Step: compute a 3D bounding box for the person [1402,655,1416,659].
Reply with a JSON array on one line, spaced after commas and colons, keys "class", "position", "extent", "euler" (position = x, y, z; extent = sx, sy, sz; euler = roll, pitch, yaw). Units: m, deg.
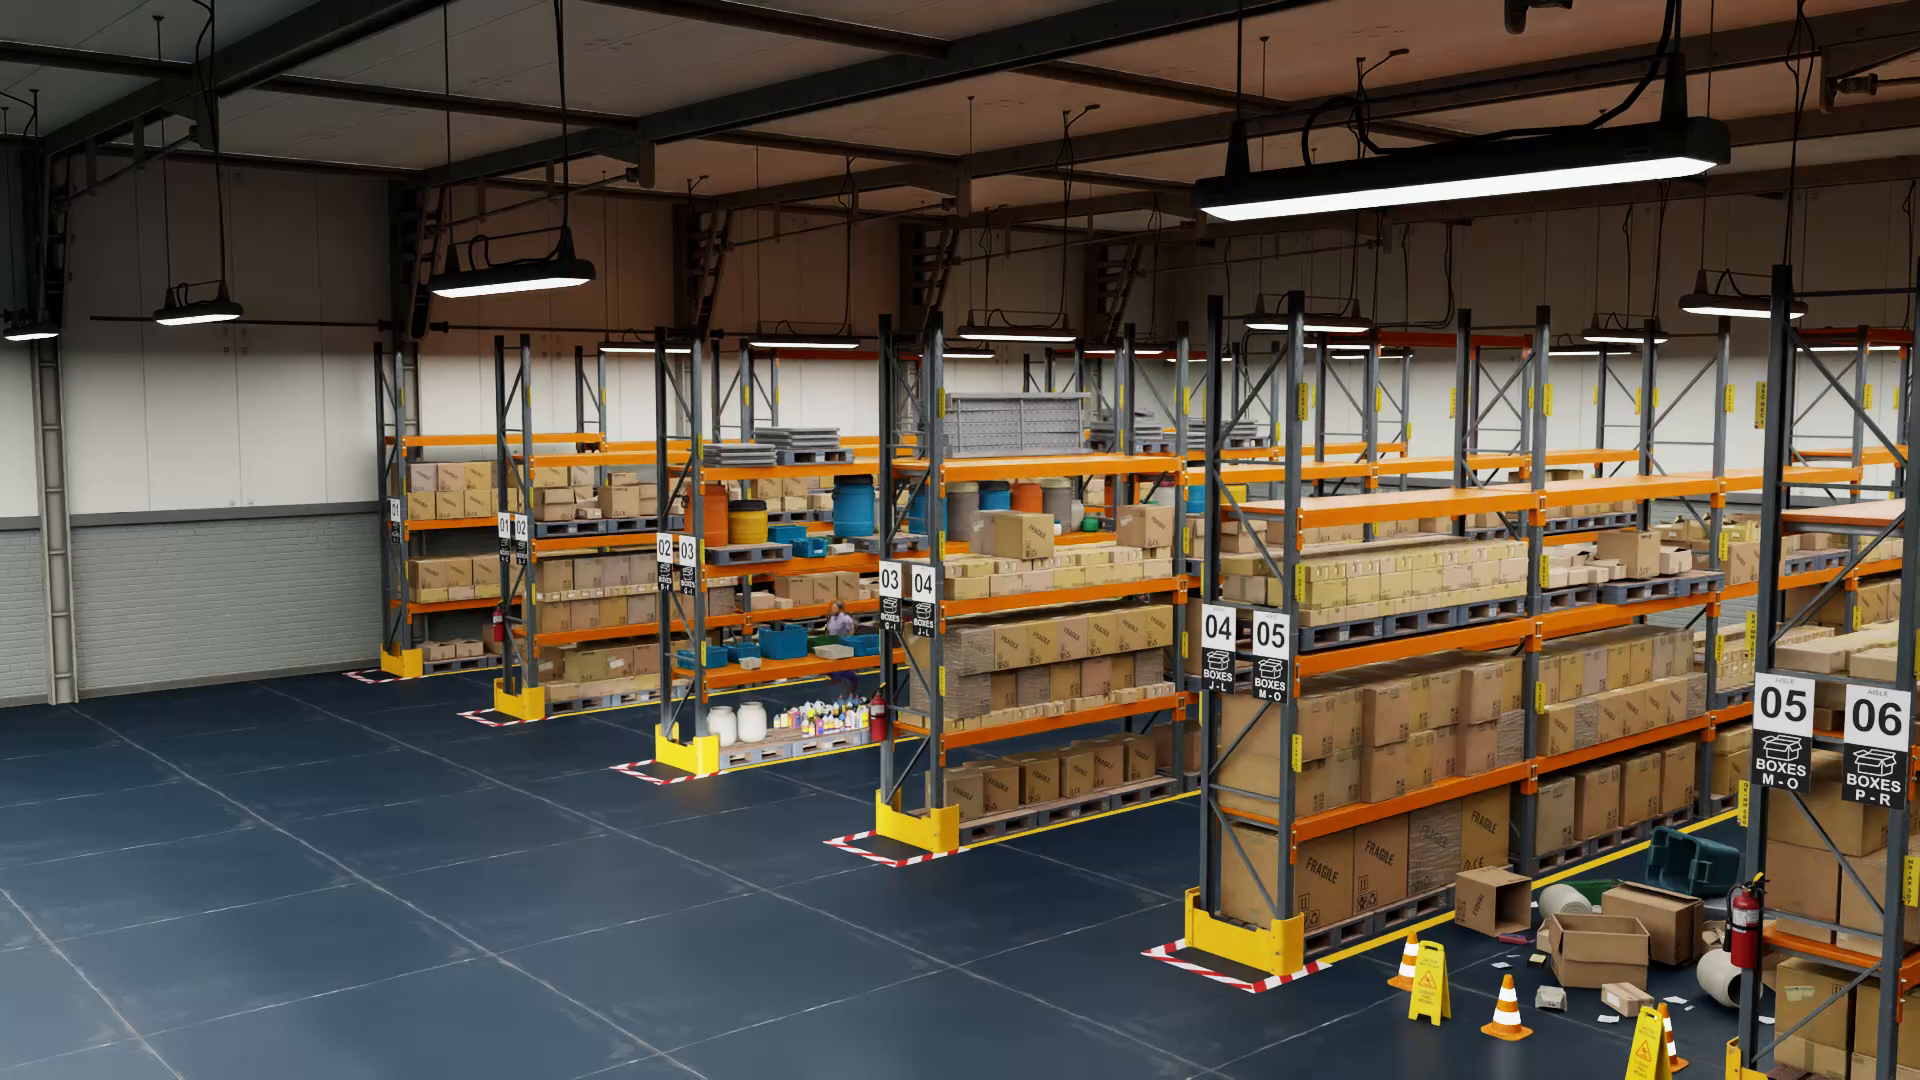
[{"class": "person", "position": [6.077, 2.239, 22.605], "extent": [0.524, 1.754, 0.581], "euler": [-3, 6, -29]}]

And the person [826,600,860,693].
[{"class": "person", "position": [-1.967, 1.774, 27.409], "extent": [0.680, 1.539, 0.559], "euler": [-5, 7, -45]}]
